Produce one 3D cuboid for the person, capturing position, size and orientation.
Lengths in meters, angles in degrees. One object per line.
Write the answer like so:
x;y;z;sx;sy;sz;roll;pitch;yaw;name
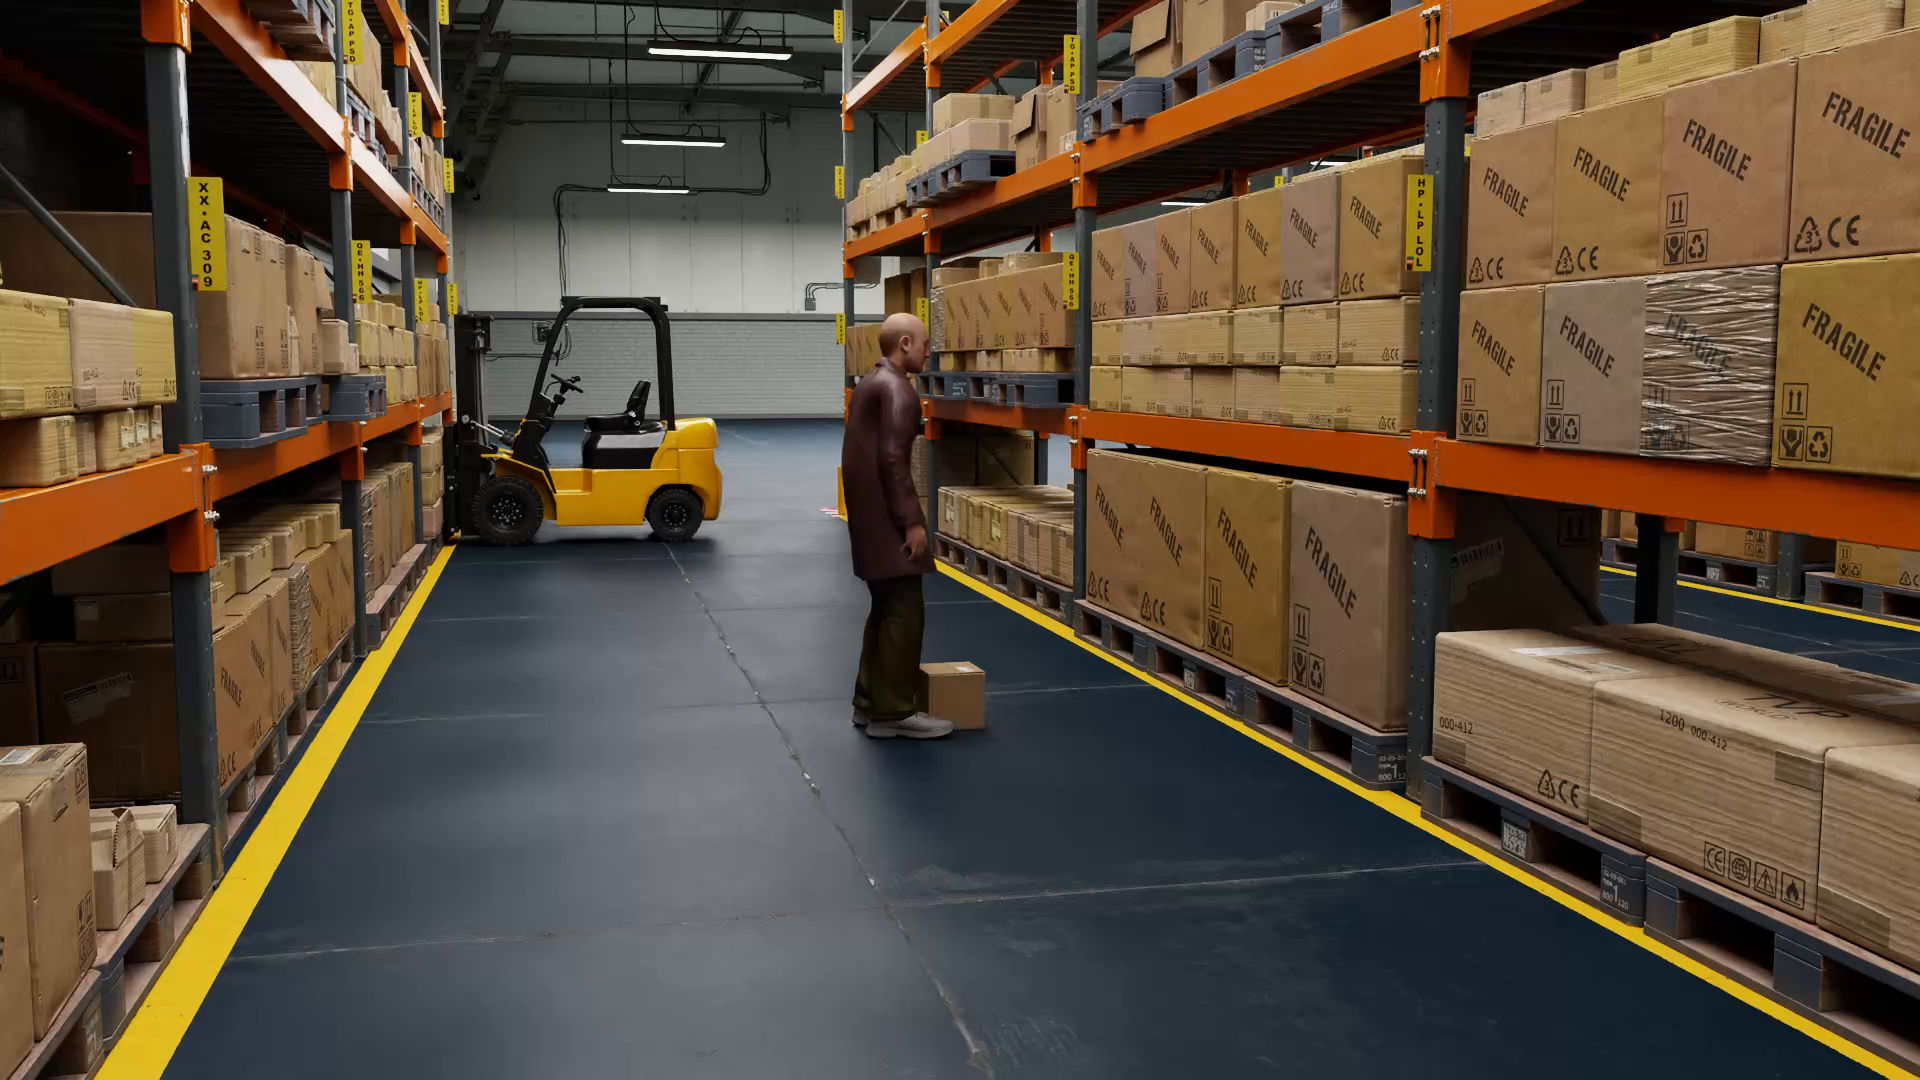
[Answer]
-0.285;-0.073;7.083;0.419;1.774;0.645;-2;6;-14;person
